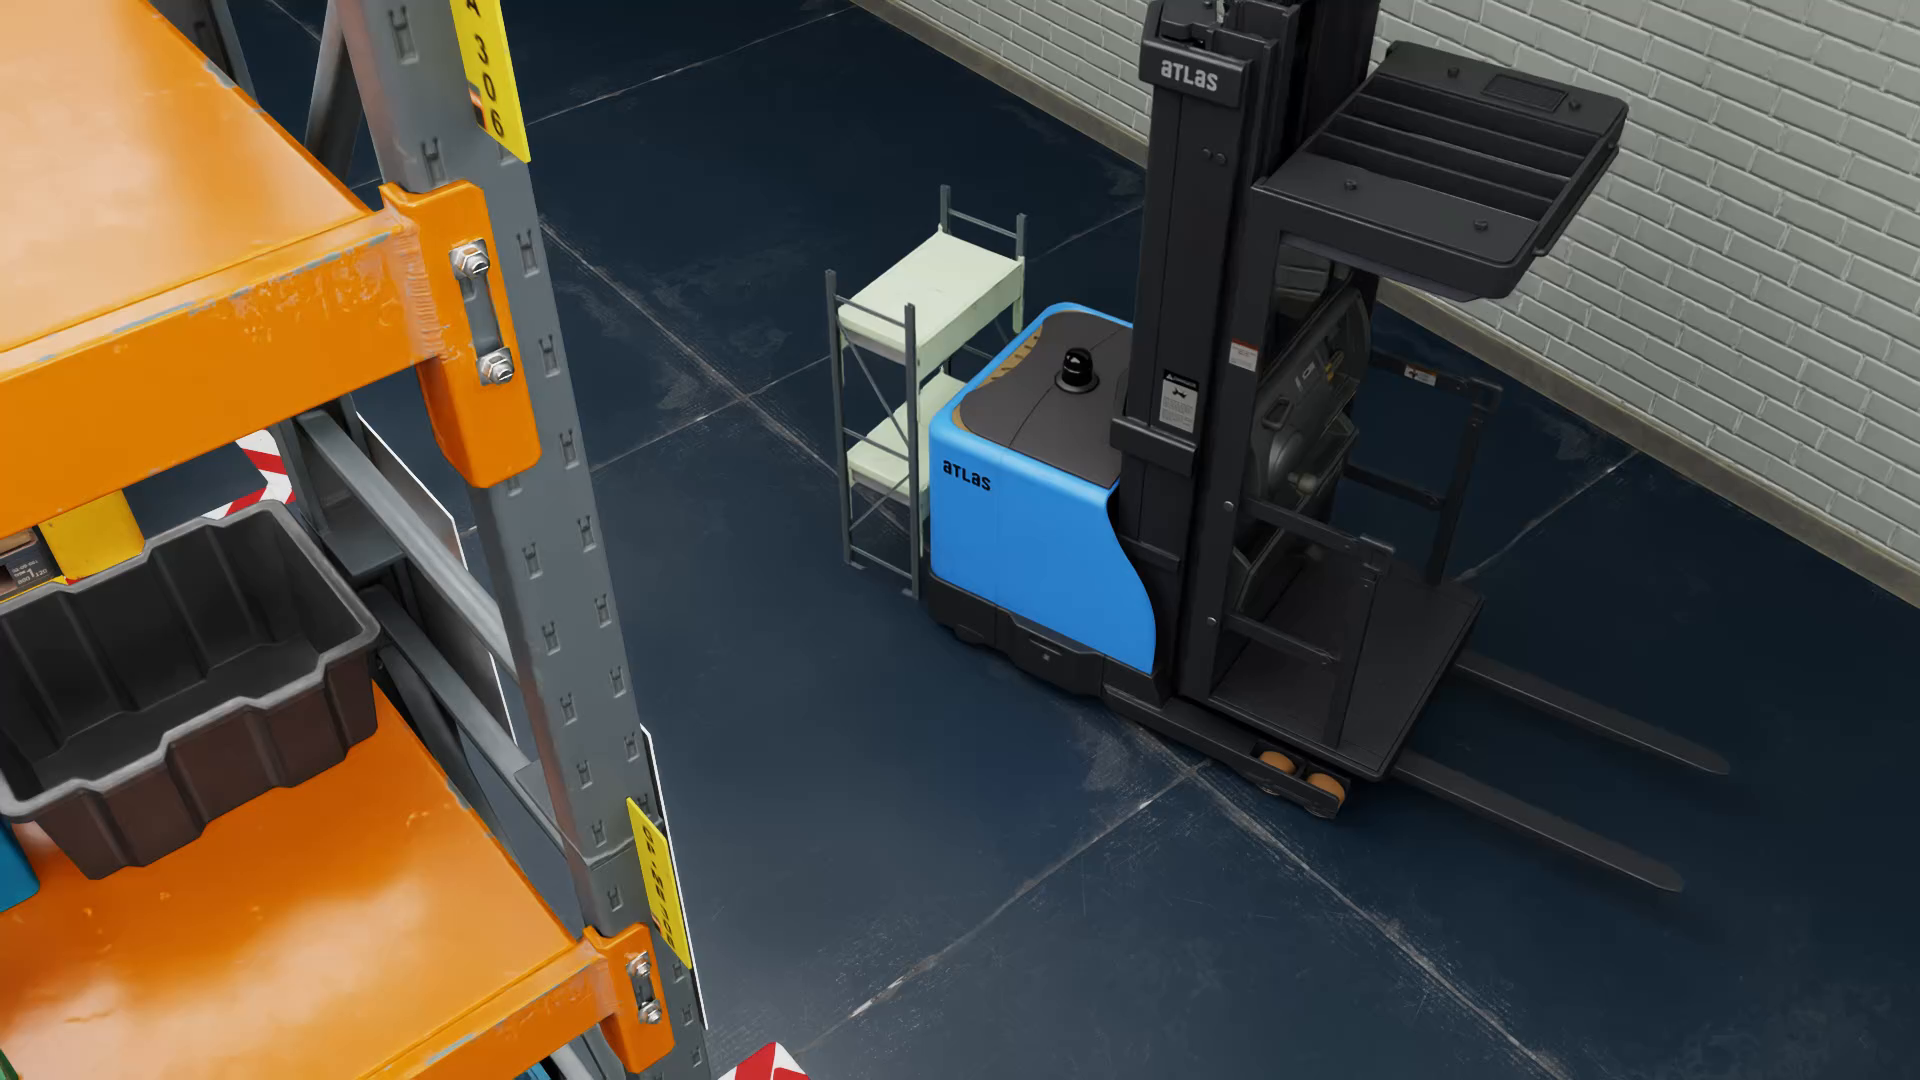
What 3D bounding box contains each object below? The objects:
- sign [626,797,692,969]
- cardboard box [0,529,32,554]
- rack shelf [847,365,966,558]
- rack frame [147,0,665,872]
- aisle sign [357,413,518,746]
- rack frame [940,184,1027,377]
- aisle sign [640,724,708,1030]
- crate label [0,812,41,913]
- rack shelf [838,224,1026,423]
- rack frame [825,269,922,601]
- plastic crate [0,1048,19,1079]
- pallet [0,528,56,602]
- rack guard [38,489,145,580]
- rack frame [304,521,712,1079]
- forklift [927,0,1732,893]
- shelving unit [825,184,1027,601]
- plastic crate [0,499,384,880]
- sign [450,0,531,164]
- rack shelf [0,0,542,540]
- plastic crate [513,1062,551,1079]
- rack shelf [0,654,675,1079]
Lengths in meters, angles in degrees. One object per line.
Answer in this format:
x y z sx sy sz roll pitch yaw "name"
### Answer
-0.443 0.511 2.454 0.005 0.325 0.100 -30 51 -28 "sign"
-4.242 -0.199 6.830 0.500 0.500 0.500 -30 51 -28 "cardboard box"
-0.120 -0.343 7.049 0.431 0.370 0.720 26 49 25 "rack shelf"
-0.808 -0.903 1.691 0.127 3.000 1.000 -30 51 -28 "rack frame"
-0.943 0.149 3.055 0.004 0.787 0.394 -30 51 -28 "aisle sign"
0.091 -0.785 7.044 0.400 1.500 0.023 26 49 25 "rack frame"
-0.565 0.459 2.725 0.004 0.787 0.394 -30 51 -28 "aisle sign"
-1.723 0.481 2.518 0.502 0.251 0.408 -30 51 -28 "crate label"
-0.120 -0.865 6.559 0.431 0.370 0.720 26 49 25 "rack shelf"
-0.331 -0.376 6.608 0.400 1.500 0.023 26 49 25 "rack frame"
-1.381 0.851 2.170 0.336 0.188 0.450 -30 51 -28 "plastic crate"
-4.652 0.082 7.062 1.213 0.211 1.003 -30 51 -28 "pallet"
-4.041 -0.374 7.337 0.348 0.500 1.175 -30 51 -28 "rack guard"
-0.808 1.284 3.745 0.127 3.000 1.000 -30 51 -28 "rack frame"
1.381 -0.454 5.646 3.031 2.935 1.130 24 48 23 "forklift"
-0.120 -0.580 6.826 0.431 1.500 0.755 26 49 25 "shelving unit"
-1.282 0.261 2.739 0.590 0.269 0.497 -30 51 -28 "plastic crate"
-0.443 -0.503 1.502 0.005 0.325 0.100 -30 51 -28 "sign"
-2.342 0.384 1.139 4.000 0.370 1.077 -30 51 -28 "rack shelf"
-0.945 1.495 3.451 0.499 0.435 0.616 -30 51 -28 "plastic crate"
-2.342 1.332 2.029 4.000 0.370 1.077 -30 51 -28 "rack shelf"
